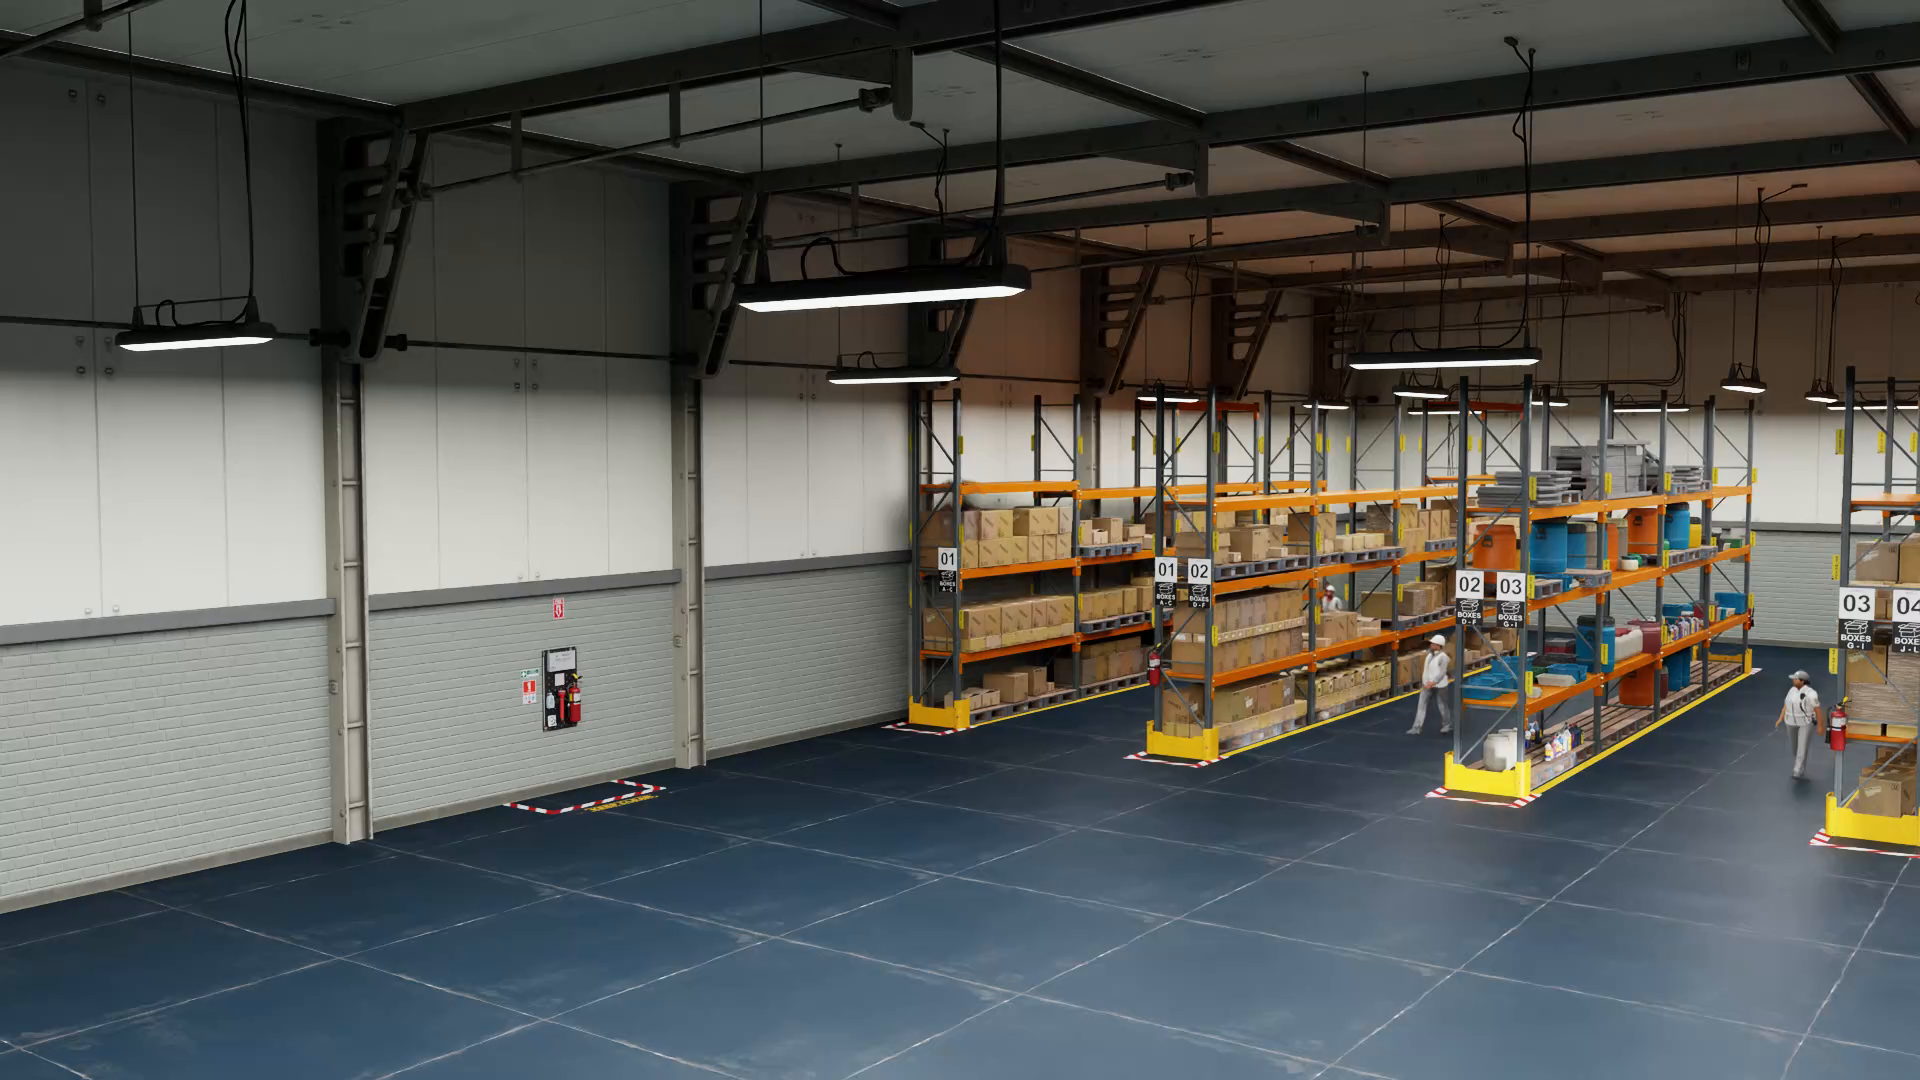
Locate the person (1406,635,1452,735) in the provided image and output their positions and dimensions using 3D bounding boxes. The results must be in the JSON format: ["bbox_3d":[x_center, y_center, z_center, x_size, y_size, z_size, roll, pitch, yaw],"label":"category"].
[{"bbox_3d":[8.140,2.486,28.554,1.055,1.707,0.506,-3,4,-42],"label":"person"}]

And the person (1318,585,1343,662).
[{"bbox_3d":[8.618,1.958,38.759,0.625,1.810,0.877,2,4,34],"label":"person"}]

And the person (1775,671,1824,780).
[{"bbox_3d":[12.665,2.767,25.048,0.636,1.603,1.057,3,5,45],"label":"person"}]
